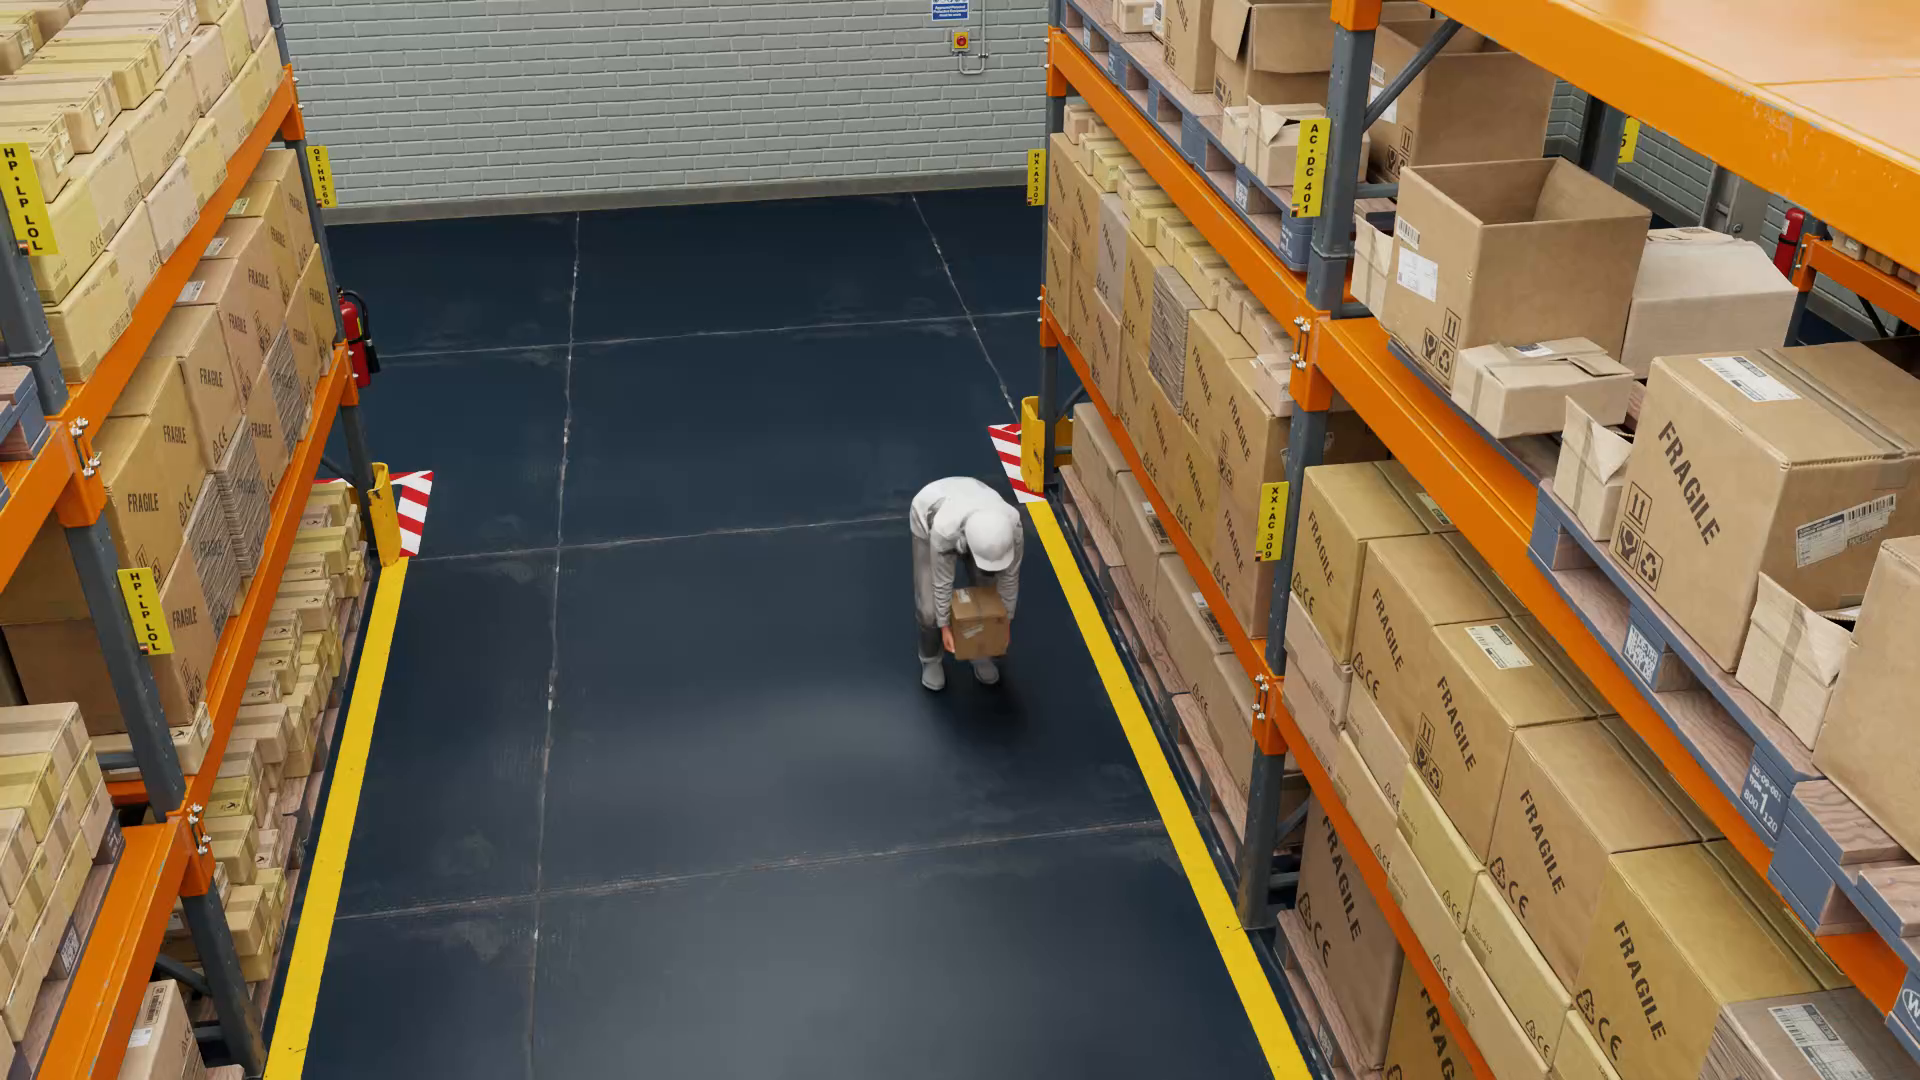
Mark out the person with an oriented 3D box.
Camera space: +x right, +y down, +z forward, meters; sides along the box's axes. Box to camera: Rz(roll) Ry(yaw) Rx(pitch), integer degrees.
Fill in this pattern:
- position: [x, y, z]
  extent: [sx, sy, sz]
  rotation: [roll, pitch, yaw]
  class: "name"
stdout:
- position: [0.045, 0.245, 8.178]
  extent: [0.483, 1.286, 0.959]
  rotation: [-7, 31, -11]
  class: "person"
